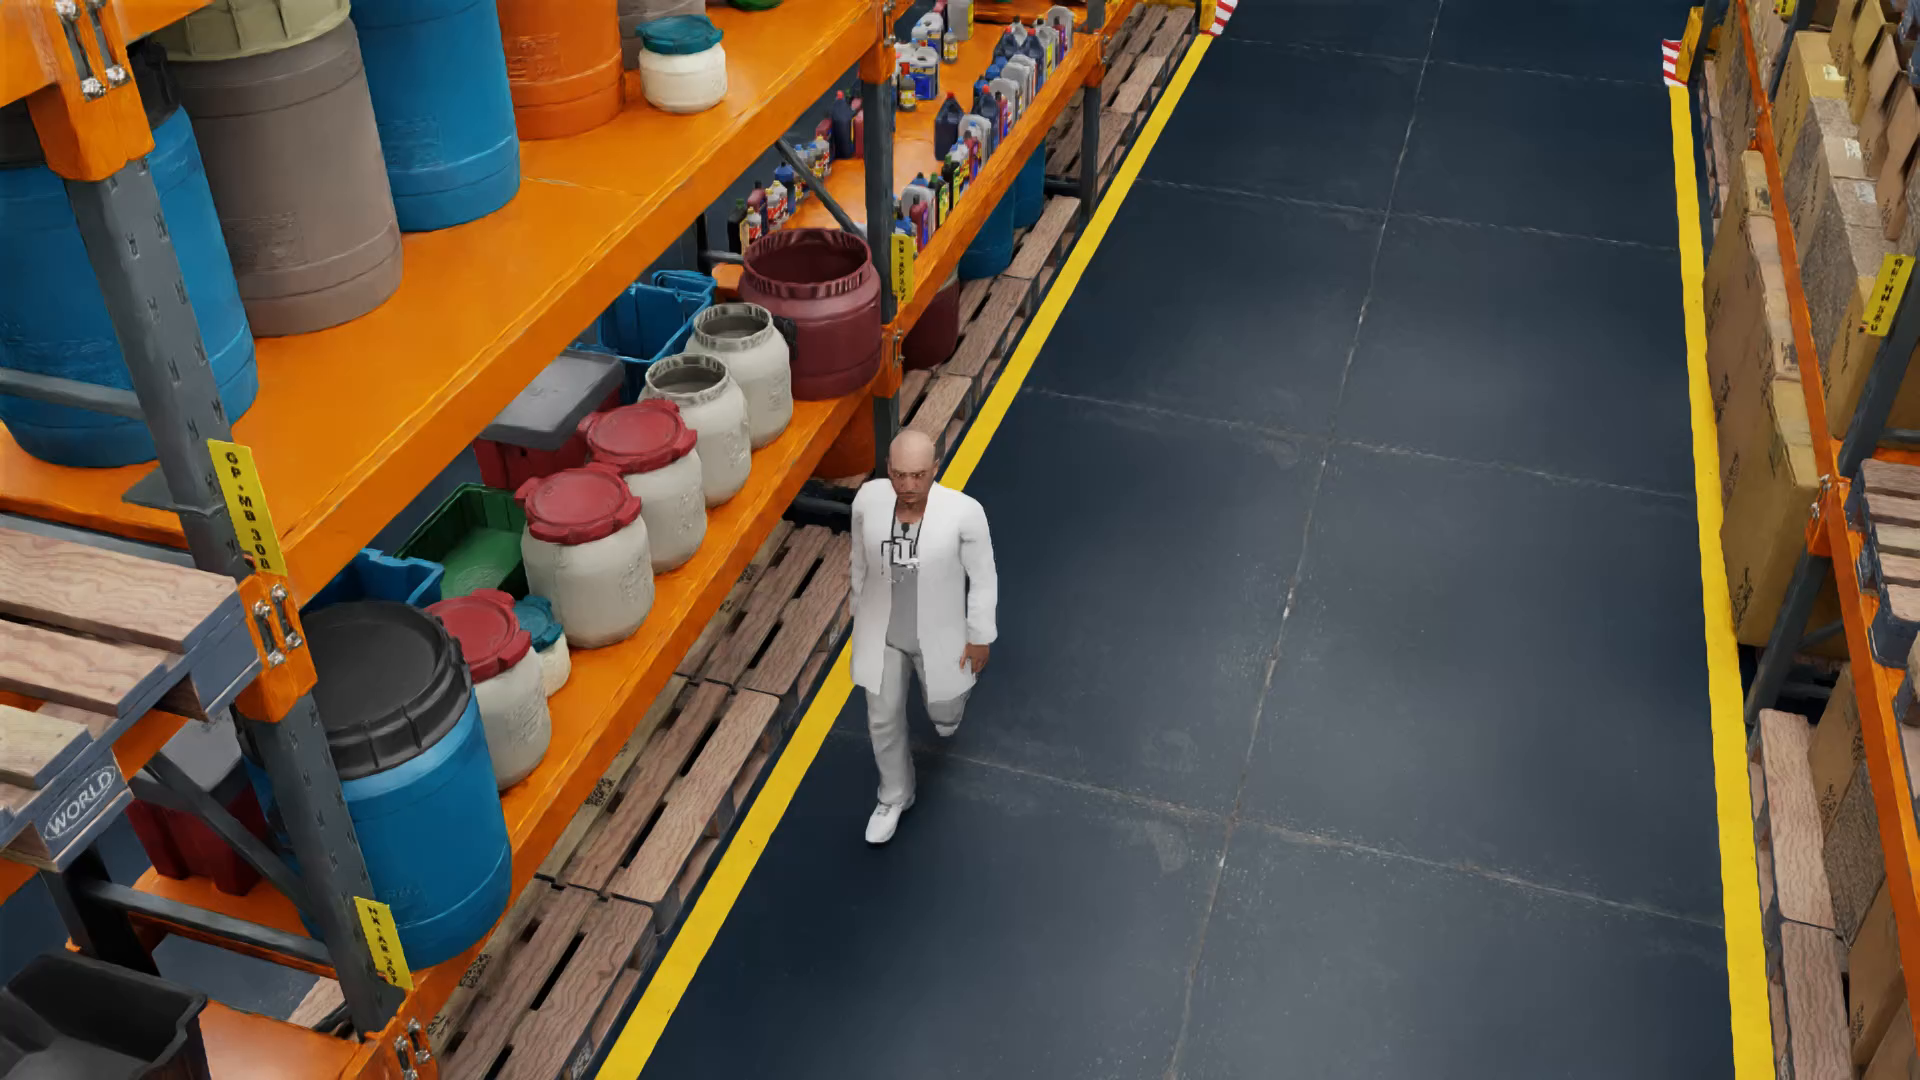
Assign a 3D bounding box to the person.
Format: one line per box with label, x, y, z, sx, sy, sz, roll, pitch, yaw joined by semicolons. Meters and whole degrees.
person;-0.139;0.303;6.483;0.612;1.757;0.911;9;37;12
